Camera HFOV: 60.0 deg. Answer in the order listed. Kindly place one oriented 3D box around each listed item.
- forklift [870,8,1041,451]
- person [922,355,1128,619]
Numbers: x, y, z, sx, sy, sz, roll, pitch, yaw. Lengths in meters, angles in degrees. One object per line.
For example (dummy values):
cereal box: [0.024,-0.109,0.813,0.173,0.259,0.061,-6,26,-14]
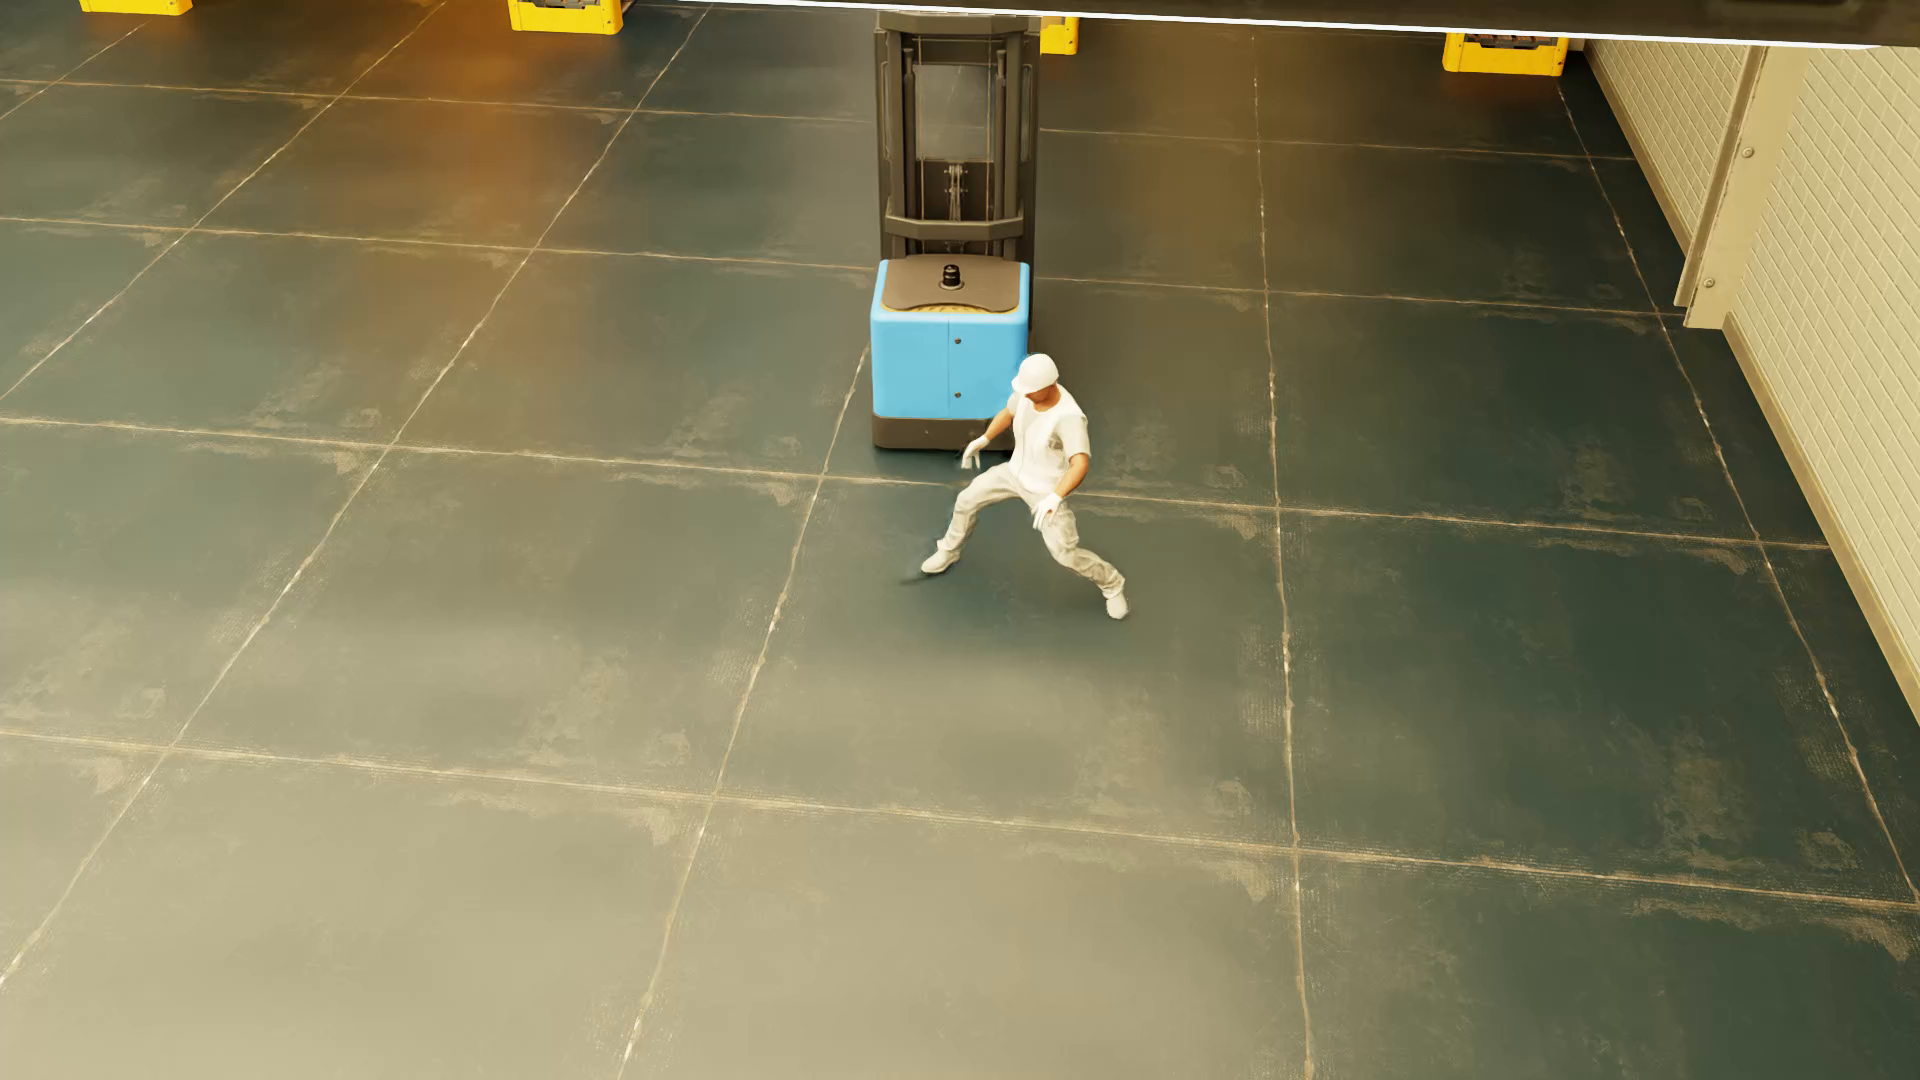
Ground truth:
forklift: [-0.006,-2.629,11.596,1.130,2.935,3.031,2,36,2]
person: [0.398,-0.335,9.641,0.982,1.617,1.077,-19,41,-24]
